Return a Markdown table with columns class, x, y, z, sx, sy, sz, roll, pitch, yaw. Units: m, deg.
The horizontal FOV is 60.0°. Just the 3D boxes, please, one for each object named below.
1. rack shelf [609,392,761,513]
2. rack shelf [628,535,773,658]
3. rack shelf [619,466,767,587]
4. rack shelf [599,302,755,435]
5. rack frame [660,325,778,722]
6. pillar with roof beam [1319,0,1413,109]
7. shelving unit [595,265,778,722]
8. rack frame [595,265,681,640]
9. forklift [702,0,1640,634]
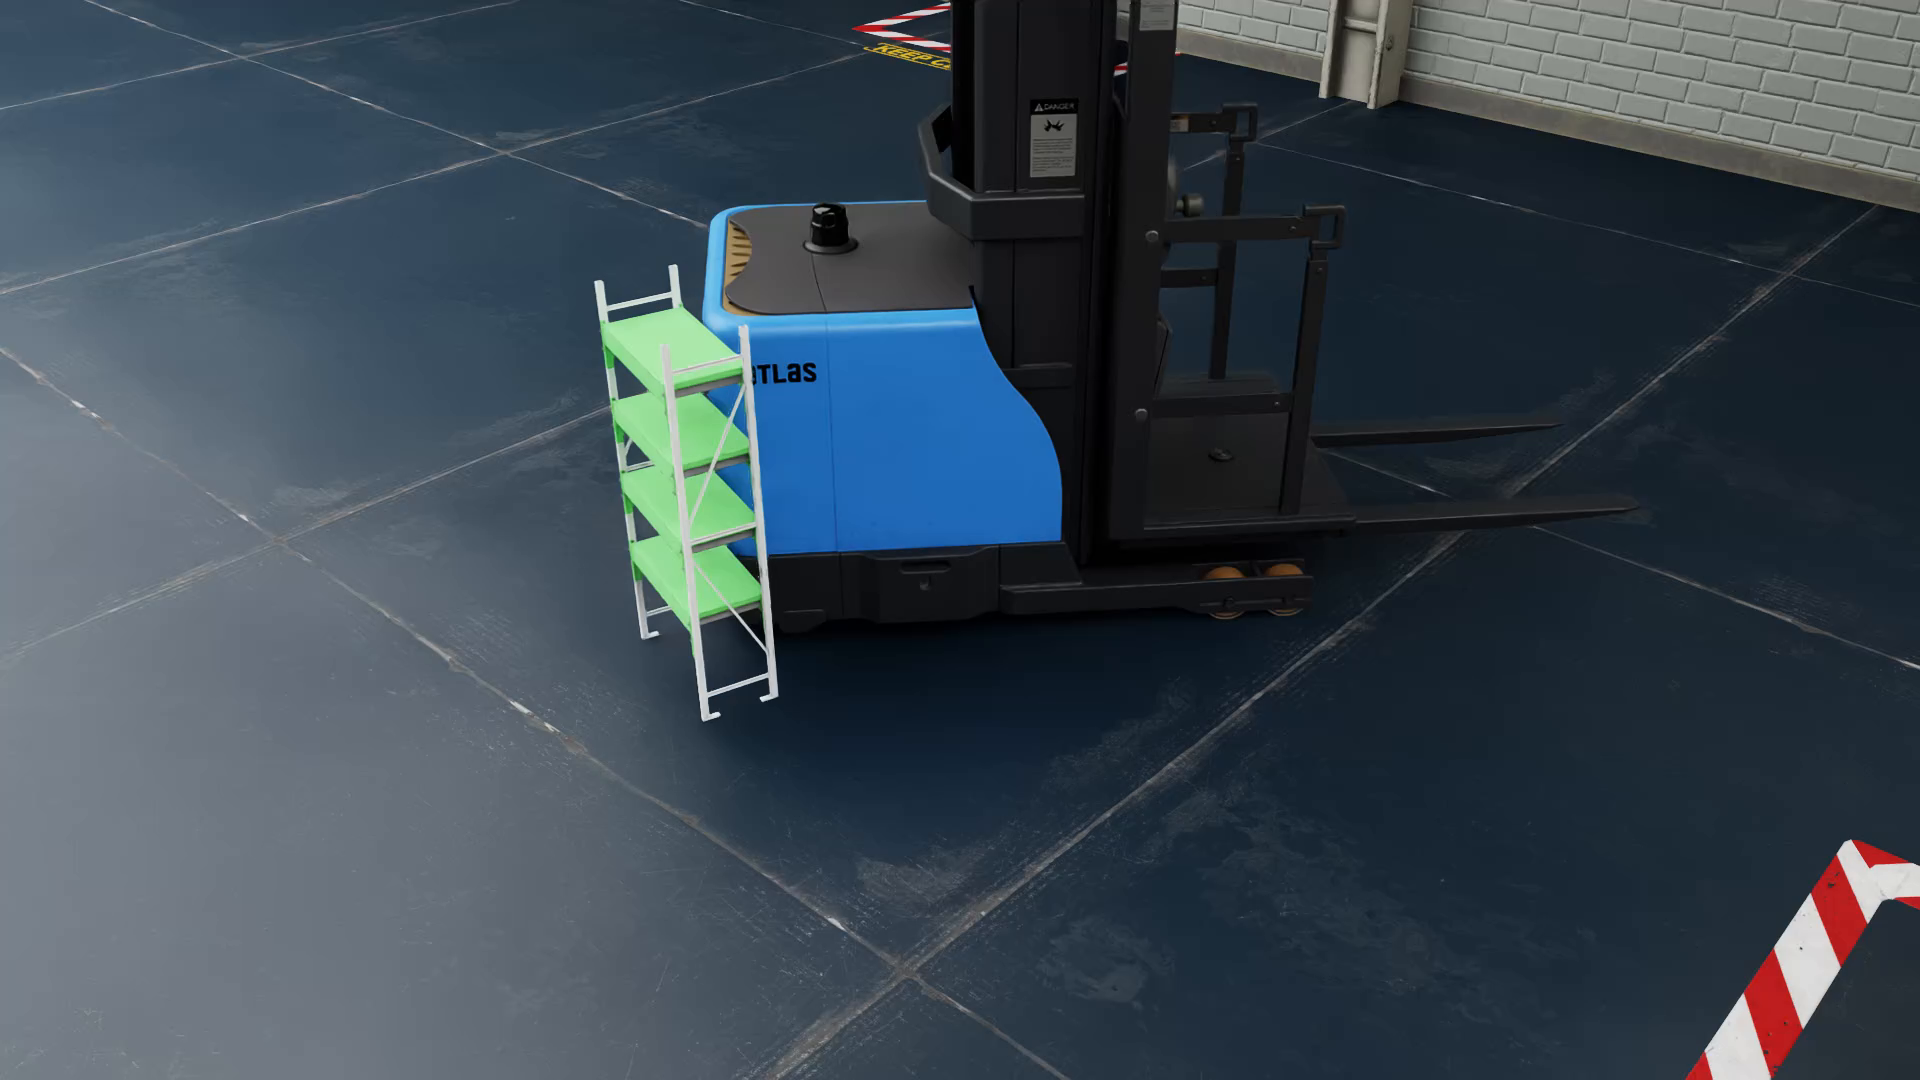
| class | x | y | z | sx | sy | sz | roll | pitch | yaw |
| --- | --- | --- | --- | --- | --- | --- | --- | --- | --- |
| rack shelf | -0.780 | -0.275 | 4.700 | 0.258 | 0.148 | 0.480 | -17 | 35 | -25 |
| rack shelf | -0.776 | 0.135 | 4.949 | 0.258 | 0.148 | 0.480 | -17 | 35 | -25 |
| rack shelf | -0.778 | -0.070 | 4.824 | 0.258 | 0.148 | 0.480 | -17 | 35 | -25 |
| rack shelf | -0.782 | -0.480 | 4.575 | 0.258 | 0.148 | 0.480 | -17 | 35 | -25 |
| rack frame | -0.656 | -0.016 | 4.611 | 0.240 | 1.200 | 0.015 | -17 | 35 | -25 |
| pillar with roof beam | -0.416 | -4.950 | 5.247 | 0.400 | 9.000 | 9.100 | 25 | 39 | 35 |
| shelving unit | -0.779 | -0.125 | 4.791 | 0.258 | 1.200 | 0.503 | -17 | 35 | -25 |
| rack frame | -0.902 | -0.233 | 4.972 | 0.240 | 1.200 | 0.015 | -17 | 35 | -25 |
| forklift | 0.714 | -1.271 | 5.019 | 3.031 | 2.935 | 1.130 | -3 | 31 | -5 |
